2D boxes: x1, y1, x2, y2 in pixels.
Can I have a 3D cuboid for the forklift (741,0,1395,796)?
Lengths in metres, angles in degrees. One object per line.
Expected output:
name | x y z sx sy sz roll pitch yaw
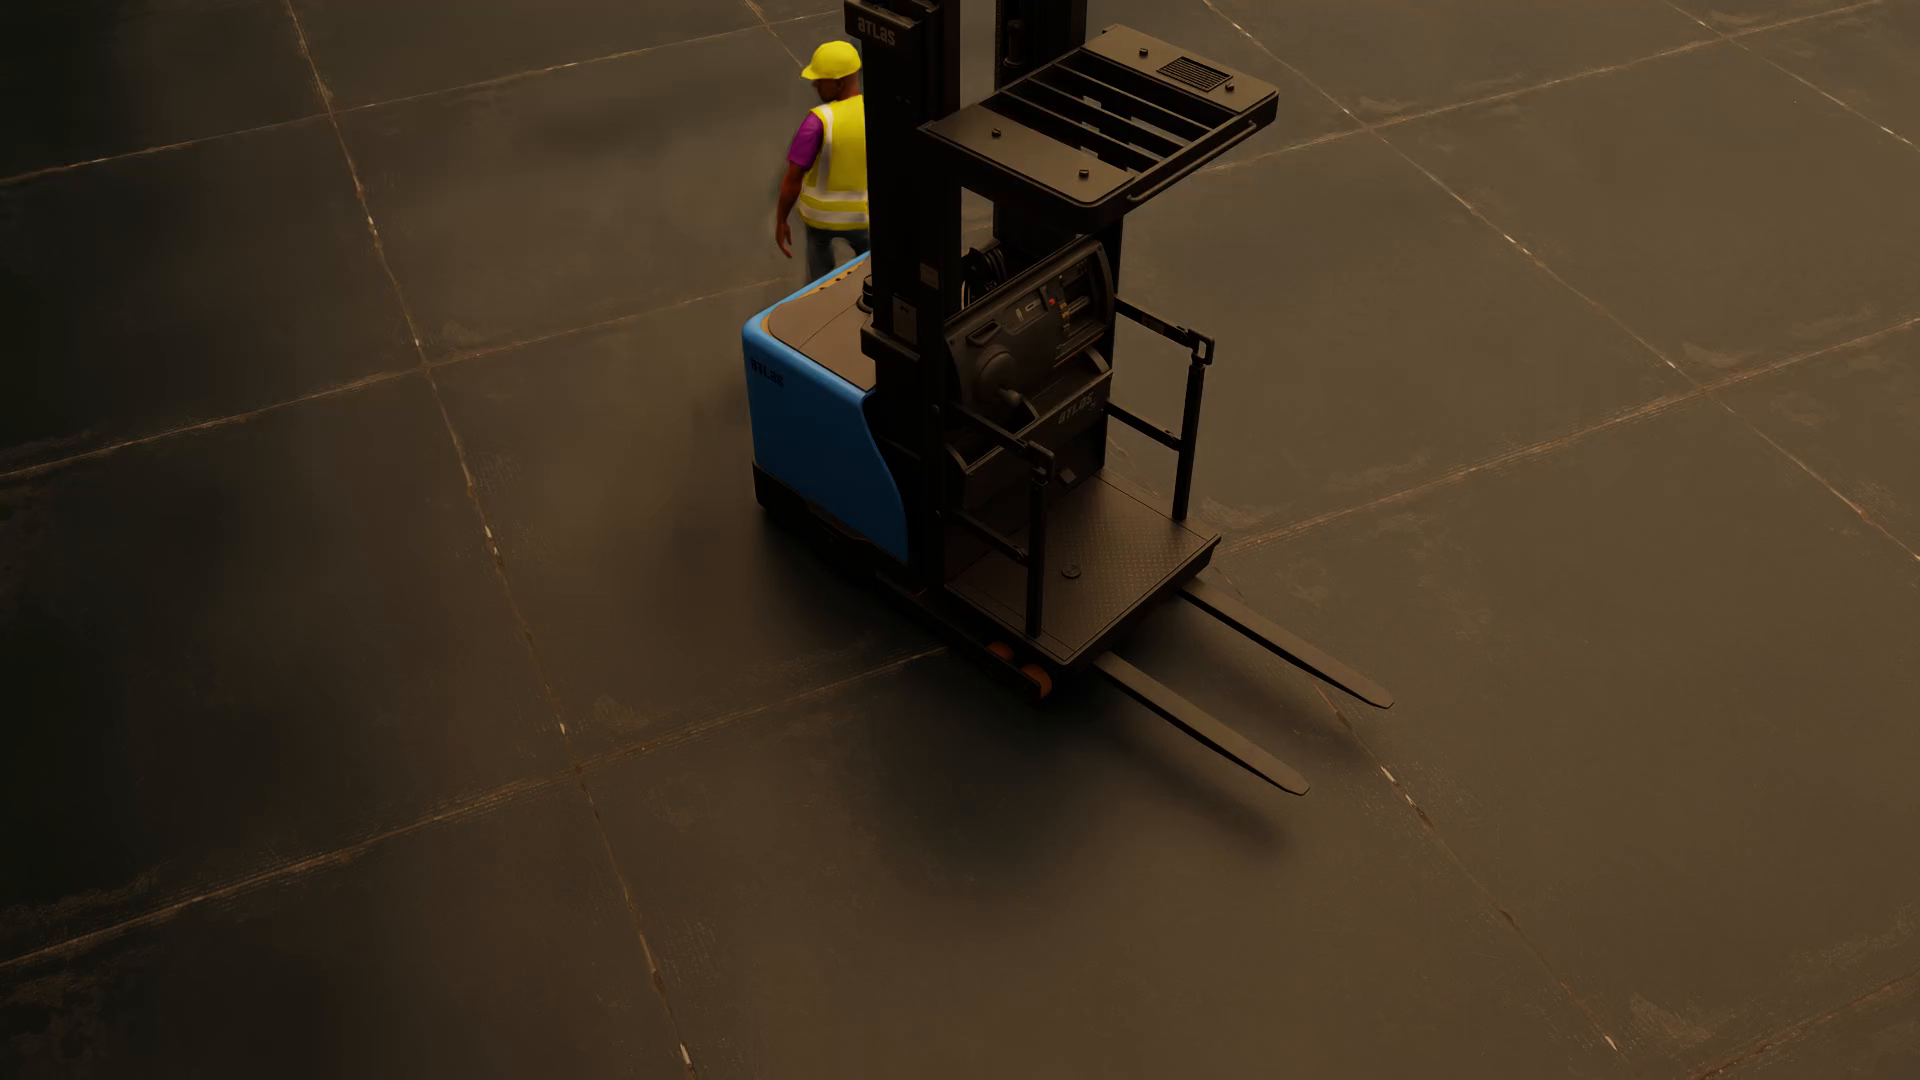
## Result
forklift | 0.445 -0.788 6.525 3.031 2.935 1.130 32 52 30

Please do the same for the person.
person | -0.587 -1.684 8.423 0.708 1.741 0.789 -5 43 -5
